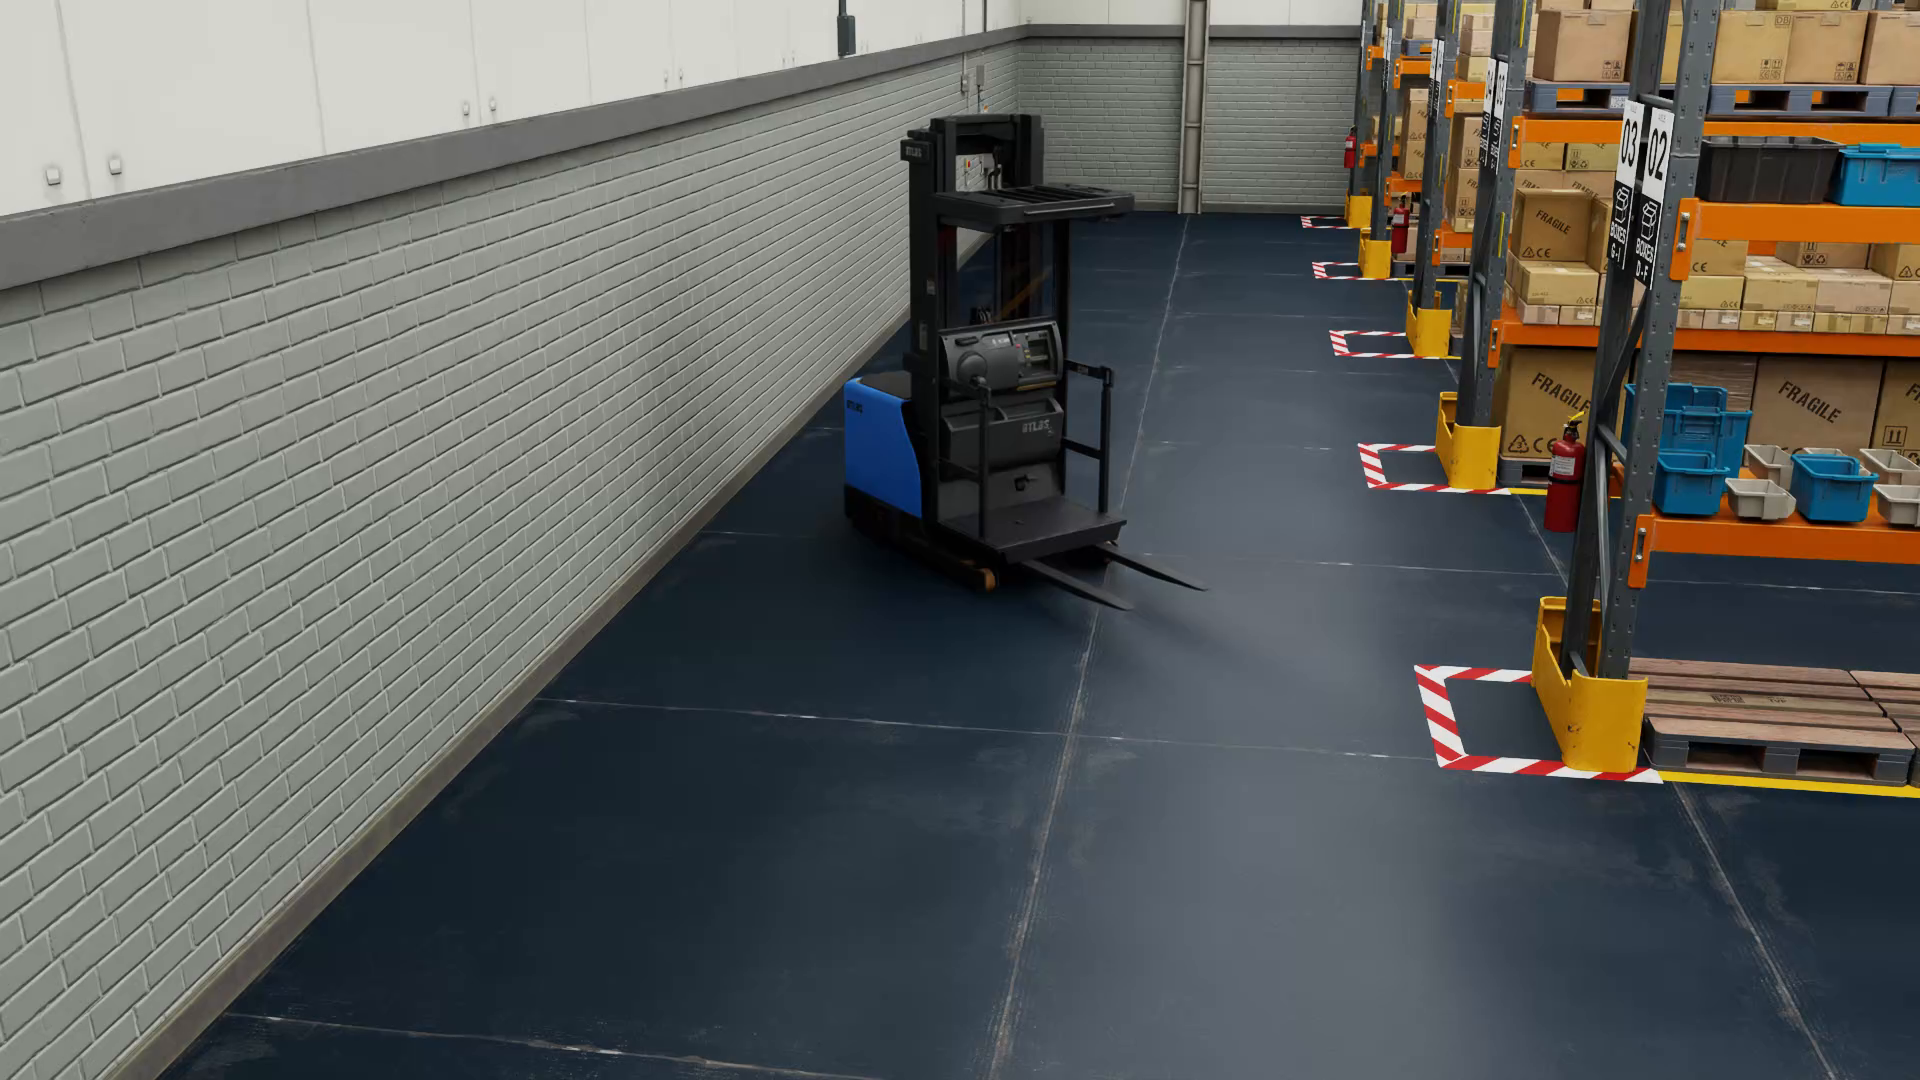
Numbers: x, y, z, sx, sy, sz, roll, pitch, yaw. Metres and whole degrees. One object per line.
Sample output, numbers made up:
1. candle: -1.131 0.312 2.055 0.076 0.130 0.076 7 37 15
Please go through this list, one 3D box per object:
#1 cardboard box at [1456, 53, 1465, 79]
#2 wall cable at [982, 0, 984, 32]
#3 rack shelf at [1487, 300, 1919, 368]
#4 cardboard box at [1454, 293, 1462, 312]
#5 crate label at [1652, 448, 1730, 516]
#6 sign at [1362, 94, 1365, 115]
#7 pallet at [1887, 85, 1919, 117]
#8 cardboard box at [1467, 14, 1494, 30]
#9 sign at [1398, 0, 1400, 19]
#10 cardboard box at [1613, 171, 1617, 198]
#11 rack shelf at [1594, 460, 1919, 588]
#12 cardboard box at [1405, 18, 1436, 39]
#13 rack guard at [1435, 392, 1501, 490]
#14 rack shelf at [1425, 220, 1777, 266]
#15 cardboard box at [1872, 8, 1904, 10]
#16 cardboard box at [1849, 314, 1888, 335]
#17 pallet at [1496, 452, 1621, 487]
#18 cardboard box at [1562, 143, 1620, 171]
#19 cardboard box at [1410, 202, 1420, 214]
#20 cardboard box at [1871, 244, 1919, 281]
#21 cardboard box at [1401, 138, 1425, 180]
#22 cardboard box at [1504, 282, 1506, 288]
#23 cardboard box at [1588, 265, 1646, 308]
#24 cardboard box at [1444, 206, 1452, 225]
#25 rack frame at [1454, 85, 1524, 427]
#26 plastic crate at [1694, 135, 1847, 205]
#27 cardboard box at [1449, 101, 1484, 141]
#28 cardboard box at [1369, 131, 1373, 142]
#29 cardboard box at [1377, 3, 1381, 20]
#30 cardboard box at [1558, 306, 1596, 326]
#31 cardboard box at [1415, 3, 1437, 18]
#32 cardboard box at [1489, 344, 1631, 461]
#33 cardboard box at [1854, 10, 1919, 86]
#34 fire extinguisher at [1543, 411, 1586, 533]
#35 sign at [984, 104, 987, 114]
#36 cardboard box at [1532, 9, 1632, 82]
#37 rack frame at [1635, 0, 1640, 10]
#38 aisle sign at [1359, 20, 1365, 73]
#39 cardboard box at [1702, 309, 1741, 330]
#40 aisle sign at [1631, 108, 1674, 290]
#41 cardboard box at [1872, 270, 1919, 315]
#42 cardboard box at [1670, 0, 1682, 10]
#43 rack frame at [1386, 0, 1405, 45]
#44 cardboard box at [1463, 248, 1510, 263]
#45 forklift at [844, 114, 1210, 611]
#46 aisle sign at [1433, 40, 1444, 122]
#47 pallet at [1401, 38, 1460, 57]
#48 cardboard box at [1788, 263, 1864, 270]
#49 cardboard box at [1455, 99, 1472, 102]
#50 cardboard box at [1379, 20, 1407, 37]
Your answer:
1. cardboard box: 5.497 -4.958 17.402 0.500 0.250 0.500 3 19 7
2. wall cable: 0.153 -8.381 22.668 0.029 3.000 2.355 3 19 9
3. rack shelf: 6.095 -1.556 12.859 4.000 0.370 1.077 3 19 9
4. cardboard box: 5.573 -2.597 18.201 0.250 0.149 0.380 2 19 7
5. crate label: 3.526 -0.279 8.080 0.303 0.233 0.416 3 19 9
6. sign: 6.389 -6.898 26.327 0.005 0.325 0.100 3 19 9
7. pallet: 7.263 -3.221 12.115 1.213 0.211 1.003 3 19 9
8. cardboard box: 5.290 -5.236 16.818 0.250 0.149 0.380 3 19 8
9. sign: 5.598 -6.803 21.179 0.005 0.325 0.100 3 19 9
10. cardboard box: 6.924 -3.554 17.072 0.500 0.500 0.500 2 19 7
11. rack shelf: 5.309 -0.004 8.221 4.000 0.370 1.077 3 19 9
12. cardboard box: 6.150 -6.706 21.806 0.500 0.250 0.500 1 19 4
13. rack guard: 4.096 -0.813 13.446 0.348 0.500 1.175 3 19 9
14. rack shelf: 6.981 -3.104 17.488 4.000 0.370 1.077 3 19 9
15. cardboard box: 9.312 -4.961 16.354 0.500 0.500 0.700 3 19 9
16. cardboard box: 6.700 -1.641 12.377 0.250 0.149 0.380 3 19 10
17. pallet: 4.922 -0.659 13.441 1.213 0.211 1.003 3 19 9
18. cardboard box: 6.417 -4.047 16.968 0.500 0.500 0.500 2 19 7
19. cardboard box: 7.478 -5.411 27.077 0.250 0.149 0.380 2 19 6
20. cardboard box: 7.079 -2.188 12.200 0.500 0.500 0.500 3 19 9
21. cardboard box: 6.120 -5.035 21.968 0.500 0.500 0.500 3 19 8
22. cardboard box: 5.808 -2.698 18.032 0.250 0.149 0.380 3 19 10
23. cardboard box: 5.065 -1.935 12.625 0.500 0.250 0.500 3 19 8
24. cardboard box: 5.373 -3.499 17.930 0.250 0.149 0.380 3 19 9
25. rack frame: 4.120 -1.997 13.046 0.127 3.000 1.000 3 19 9
26. plastic crate: 3.670 -1.700 7.634 0.590 0.269 0.497 3 19 9
27. cardboard box: 6.632 -5.487 21.740 0.500 0.500 0.500 2 19 7
28. cardboard box: 6.845 -6.606 27.214 0.250 0.149 0.380 3 19 8
29. cardboard box: 6.958 -8.452 26.588 0.500 0.250 0.500 2 19 7
30. cardboard box: 4.672 -1.745 12.686 0.250 0.149 0.380 3 19 8
31. cardboard box: 7.373 -8.254 25.998 0.500 0.250 0.500 3 19 8
32. cardboard box: 4.764 -1.182 13.295 0.875 0.875 0.875 3 19 9
33. cardboard box: 6.757 -3.562 12.016 0.500 0.500 0.700 4 19 11
34. fire extinguisher: 3.257 -0.382 8.928 0.183 0.674 0.296 3 19 9
35. sign: 0.385 -6.414 24.944 0.001 0.242 0.339 3 19 9
36. cardboard box: 4.642 -3.705 12.443 0.500 0.500 0.700 2 19 5
37. rack frame: 10.425 -9.301 25.419 0.127 3.000 1.000 3 19 9
38. aisle sign: 6.361 -7.802 26.295 0.004 0.787 0.394 3 19 9
39. cardboard box: 5.688 -1.693 12.532 0.250 0.149 0.380 3 19 8
40. aisle sign: 3.216 -1.589 7.728 0.004 0.787 0.394 3 19 9
41. cardboard box: 7.080 -1.831 12.317 0.500 0.250 0.500 3 19 10
42. cardboard box: 9.094 -6.713 21.434 0.500 0.500 0.500 3 19 10
43. rack frame: 5.692 -7.947 21.373 0.127 3.000 1.000 3 19 9
44. cardboard box: 7.264 -4.041 22.529 0.875 0.438 0.875 3 19 10
45. forklift: 0.407 -1.217 10.821 1.130 2.935 3.031 -12 22 -33
46. aisle sign: 4.887 -4.689 16.992 0.004 0.787 0.394 3 19 9
47. pallet: 6.426 -6.449 21.761 1.213 0.211 1.003 3 19 9
48. cardboard box: 6.644 -2.023 12.889 0.500 0.250 0.500 3 19 10
49. cardboard box: 6.507 -5.787 21.615 0.250 0.149 0.380 4 19 10
50. cardboard box: 6.870 -8.042 26.151 0.500 0.250 0.500 3 19 8
